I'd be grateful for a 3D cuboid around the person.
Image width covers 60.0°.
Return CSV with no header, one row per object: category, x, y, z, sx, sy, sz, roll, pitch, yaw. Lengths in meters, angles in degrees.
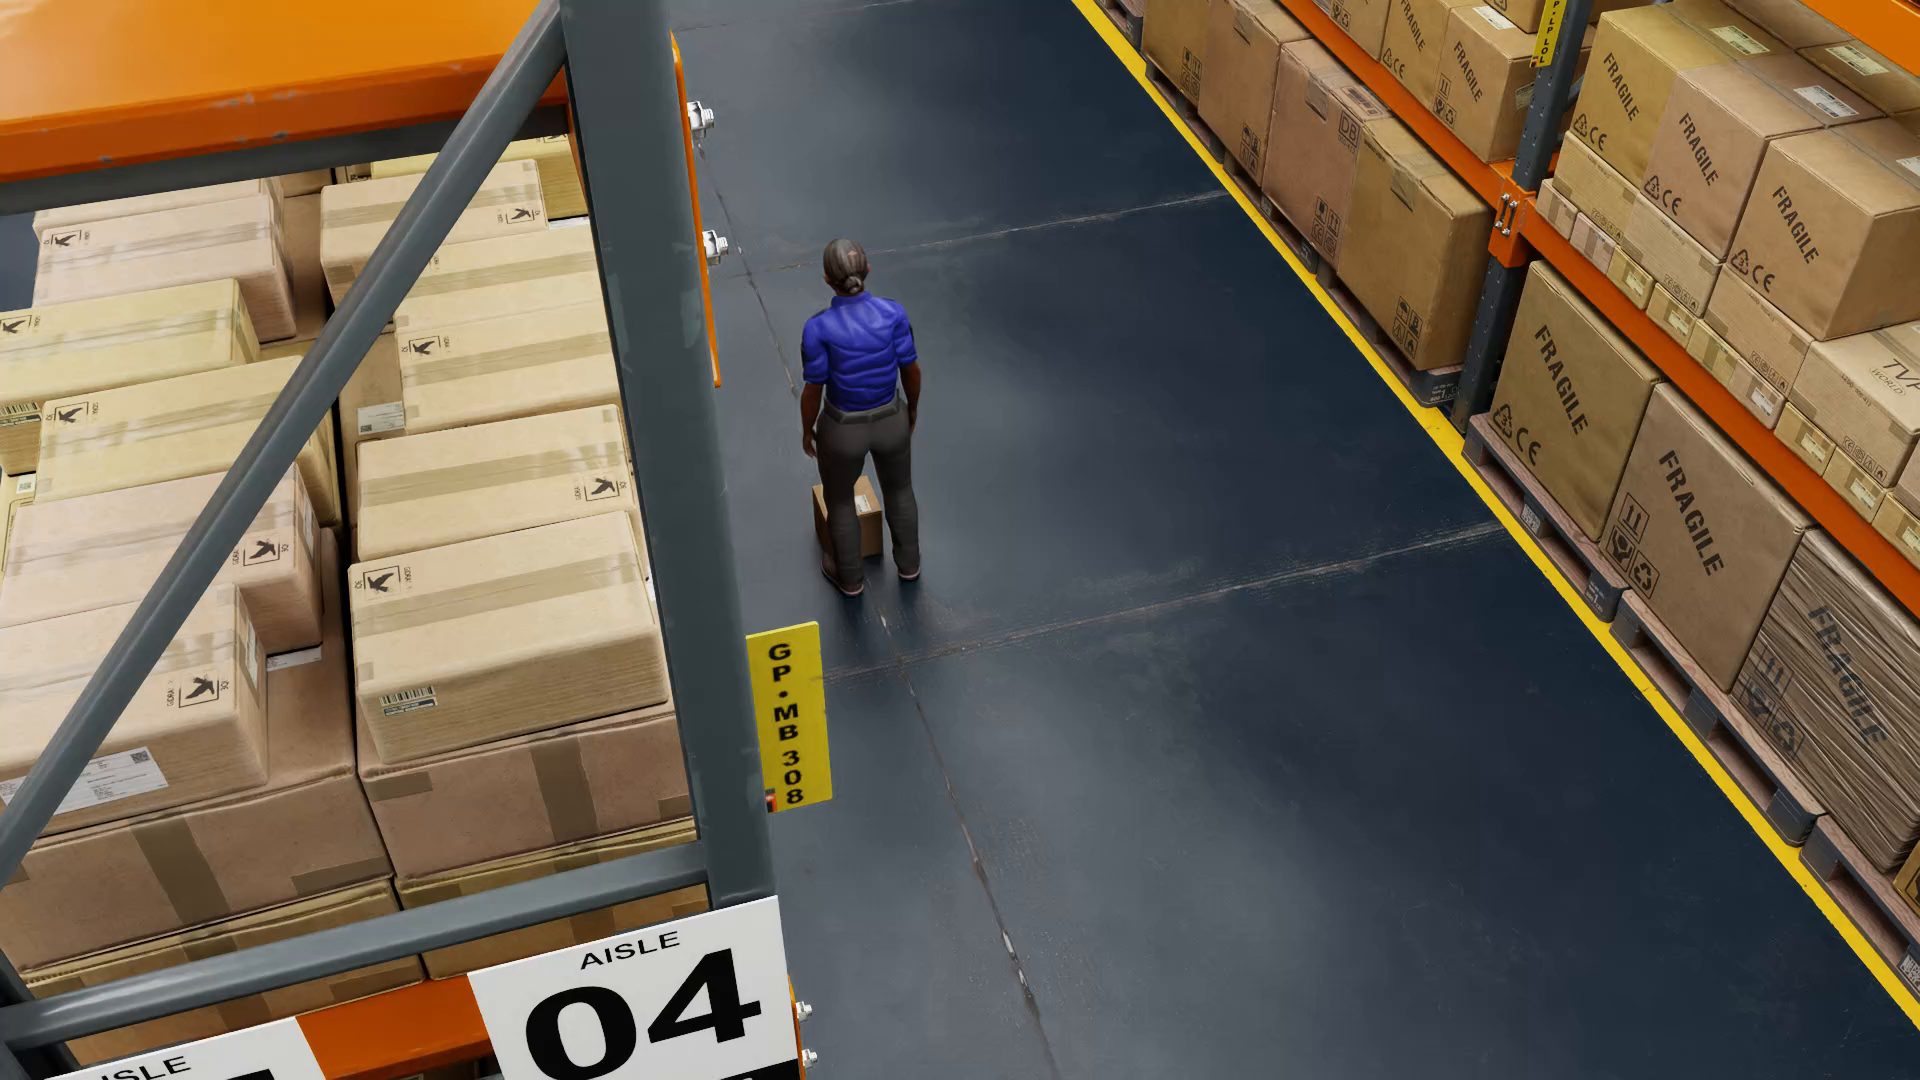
person,-0.389,-0.467,6.673,0.507,1.655,0.349,-13,44,-14
